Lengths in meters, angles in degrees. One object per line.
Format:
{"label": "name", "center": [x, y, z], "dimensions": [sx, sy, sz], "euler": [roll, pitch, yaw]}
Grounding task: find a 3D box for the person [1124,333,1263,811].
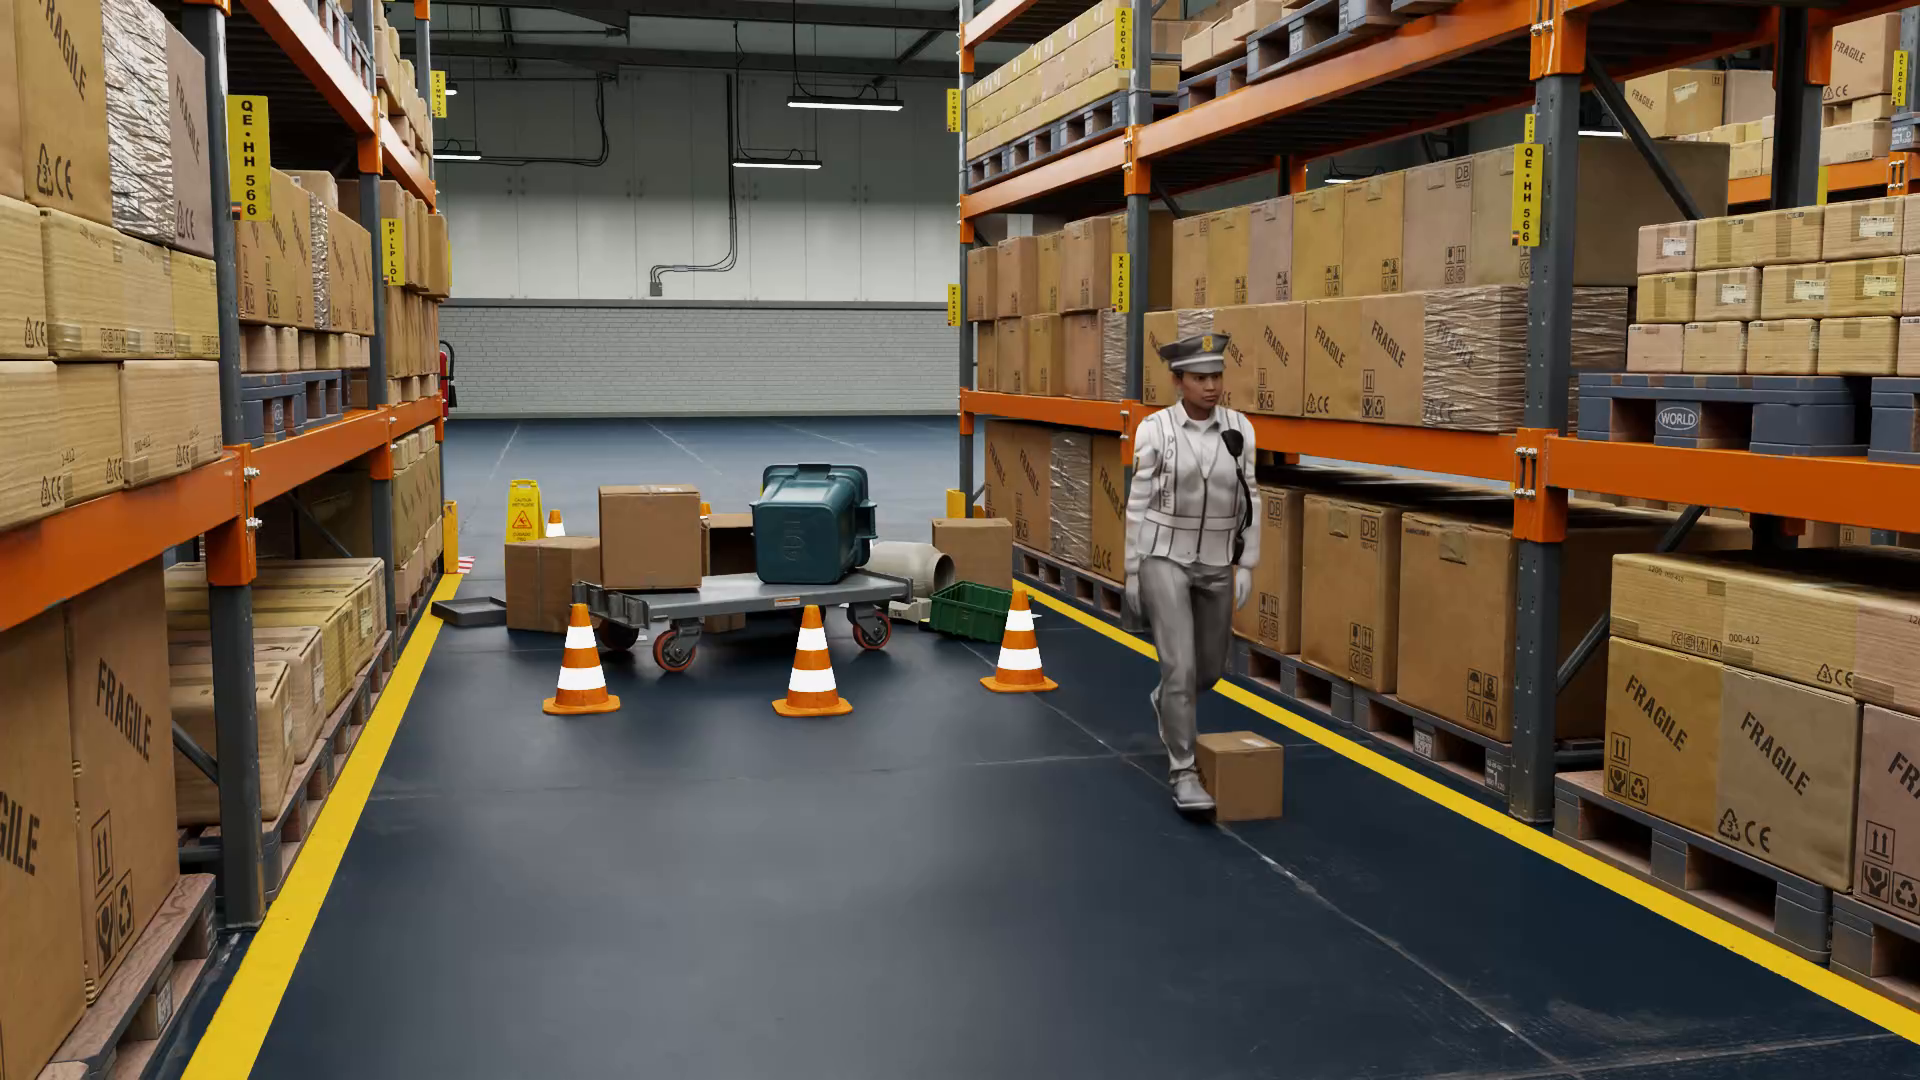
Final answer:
{"label": "person", "center": [0.817, 0.081, 5.941], "dimensions": [0.488, 1.624, 0.938], "euler": [-1, 6, -12]}
